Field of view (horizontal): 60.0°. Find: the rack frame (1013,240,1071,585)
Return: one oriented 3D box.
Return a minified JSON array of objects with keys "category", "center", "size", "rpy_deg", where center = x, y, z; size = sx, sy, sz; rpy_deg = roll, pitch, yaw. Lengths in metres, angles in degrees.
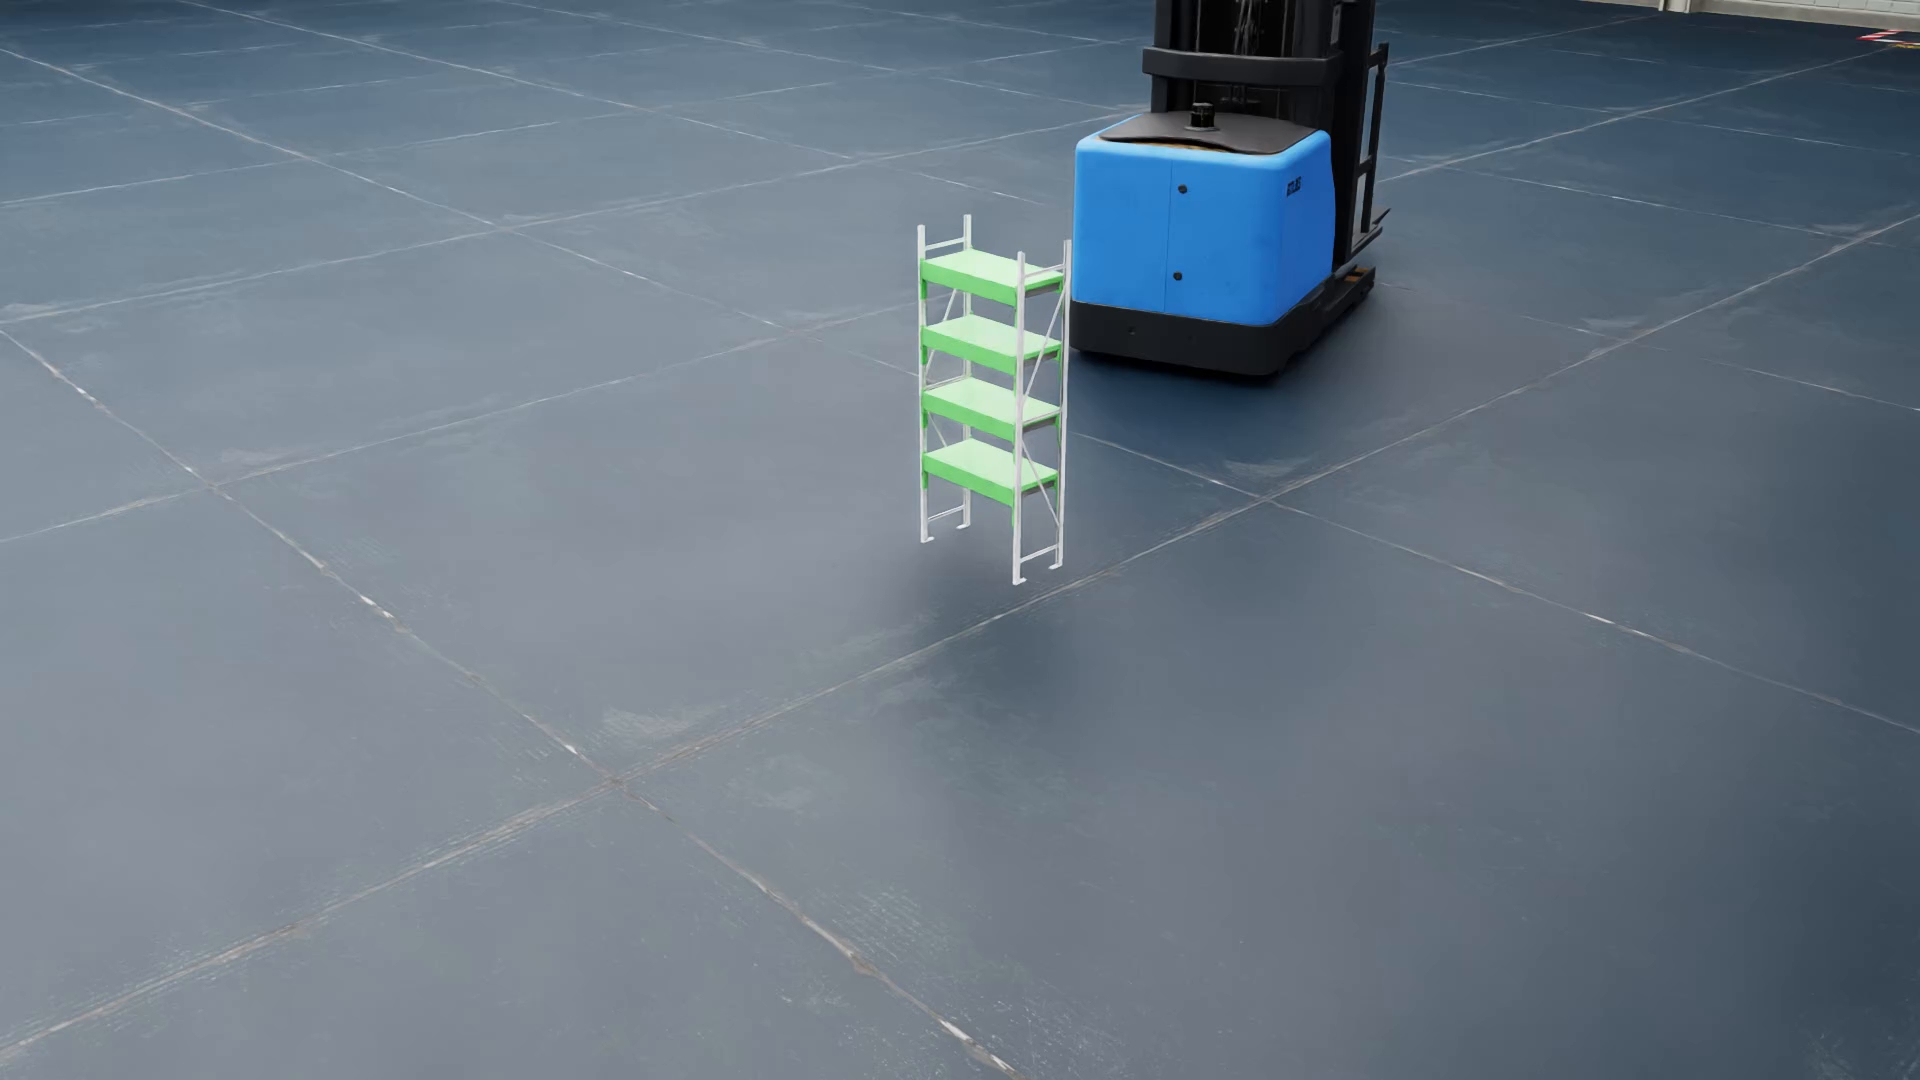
[{"category":"rack frame","center":[0.280,-0.422,5.729],"size":[0.240,1.200,0.015],"rpy_deg":[-21,32,-38]}]

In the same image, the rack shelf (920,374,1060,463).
[{"category":"rack shelf","center":[0.113,-0.438,5.918],"size":[0.258,0.148,0.480],"rpy_deg":[-21,32,-38]}]

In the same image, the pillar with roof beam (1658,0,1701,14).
[{"category":"pillar with roof beam","center":[5.787,-9.442,16.104],"size":[9.100,9.000,0.400],"rpy_deg":[-21,32,-38]}]

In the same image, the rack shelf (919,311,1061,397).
[{"category":"rack shelf","center":[0.113,-0.656,5.818],"size":[0.258,0.148,0.480],"rpy_deg":[-21,32,-38]}]

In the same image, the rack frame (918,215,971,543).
[{"category":"rack frame","center":[-0.054,-0.570,6.053],"size":[0.240,1.200,0.015],"rpy_deg":[-21,32,-38]}]

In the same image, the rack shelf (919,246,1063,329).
[{"category":"rack shelf","center":[0.113,-0.874,5.718],"size":[0.258,0.148,0.480],"rpy_deg":[-21,32,-38]}]

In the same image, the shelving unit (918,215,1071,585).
[{"category":"shelving unit","center":[0.113,-0.496,5.891],"size":[0.258,1.200,0.503],"rpy_deg":[-21,32,-38]}]

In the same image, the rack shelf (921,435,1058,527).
[{"category":"rack shelf","center":[0.113,-0.219,6.017],"size":[0.258,0.148,0.480],"rpy_deg":[-21,32,-38]}]

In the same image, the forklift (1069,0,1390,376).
[{"category":"forklift","center":[1.644,-2.677,8.586],"size":[1.130,2.935,3.031],"rpy_deg":[12,27,24]}]
